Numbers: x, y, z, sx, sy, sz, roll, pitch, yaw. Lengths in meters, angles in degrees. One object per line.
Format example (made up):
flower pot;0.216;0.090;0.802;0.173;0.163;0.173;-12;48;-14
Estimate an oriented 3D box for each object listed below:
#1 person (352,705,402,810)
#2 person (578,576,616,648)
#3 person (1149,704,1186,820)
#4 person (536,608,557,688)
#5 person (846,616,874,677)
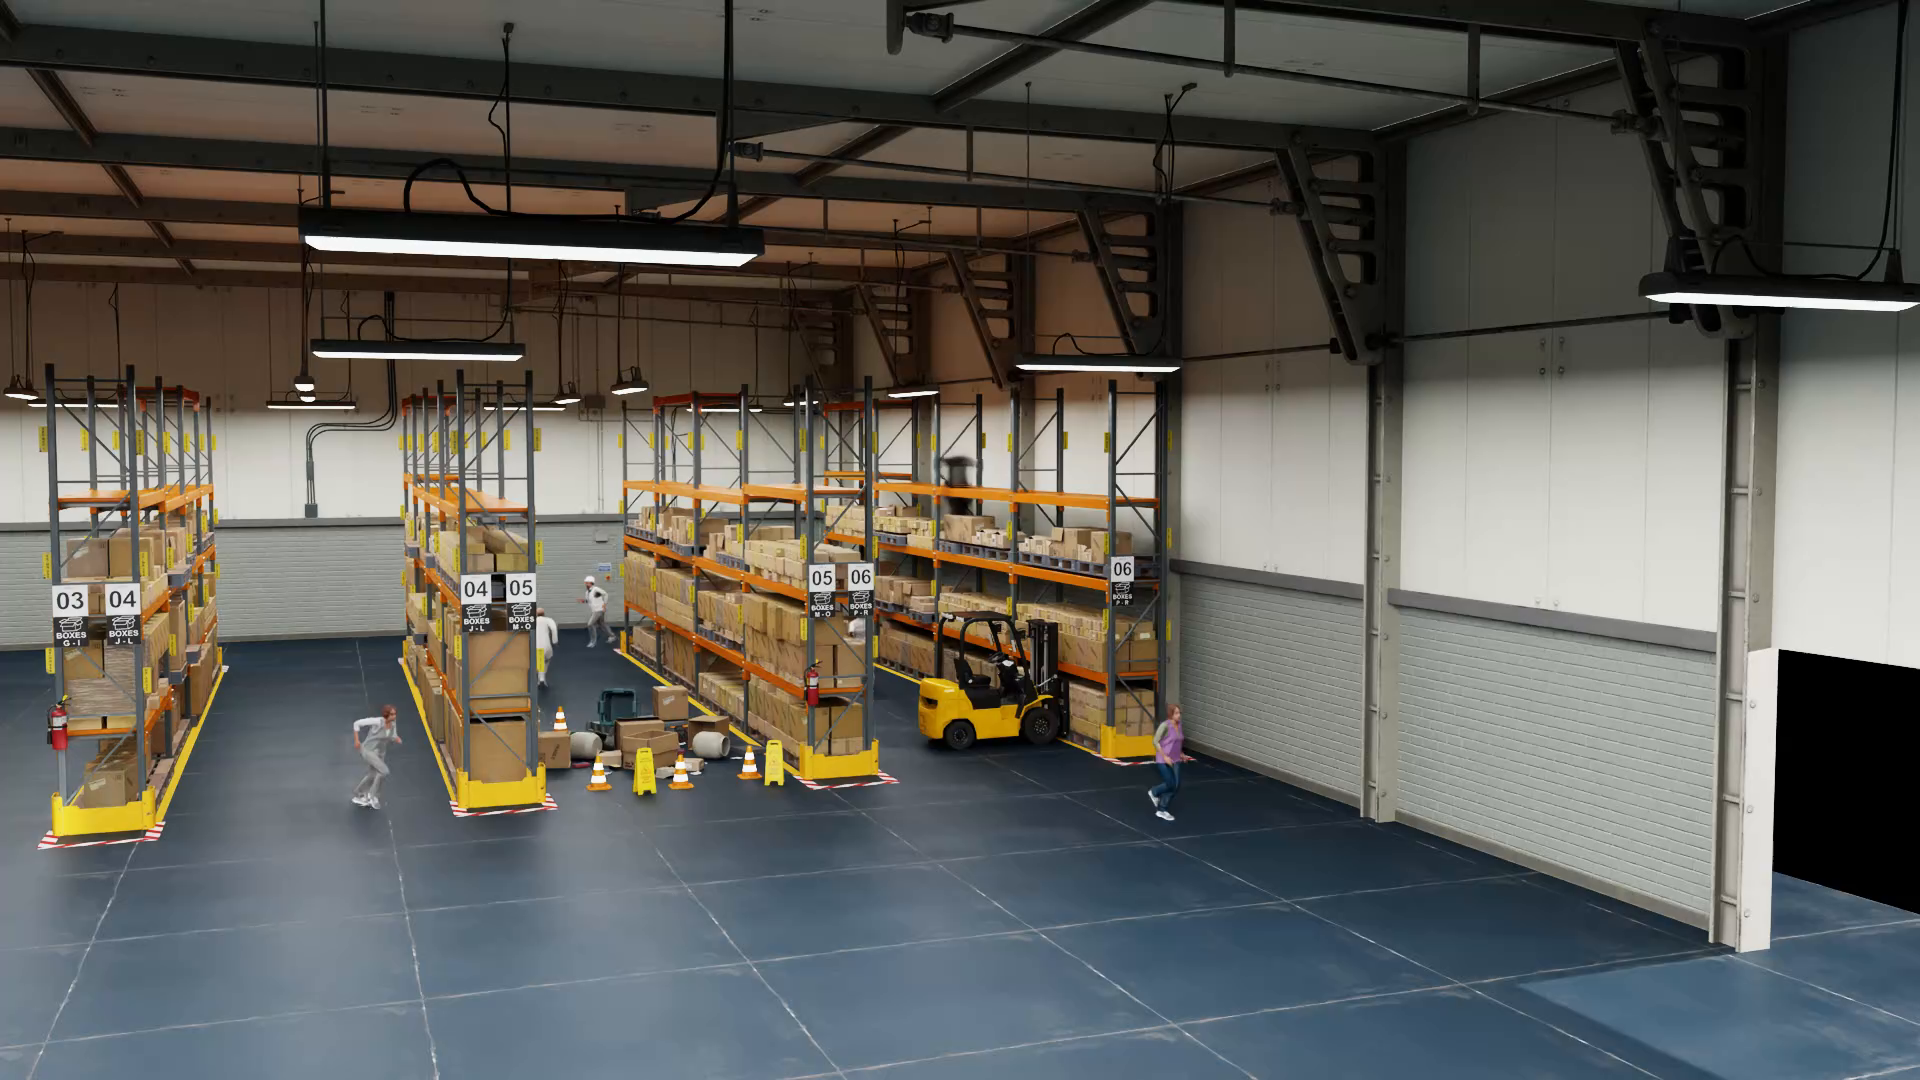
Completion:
person;-7.970;2.948;22.616;0.889;1.458;0.574;2;4;27
person;-8.905;1.752;40.854;0.976;1.748;0.651;-2;4;-32
person;2.727;2.945;22.206;0.535;1.555;0.541;-3;4;-38
person;-8.515;2.225;33.690;0.686;1.624;1.120;-1;3;-11
person;-2.081;2.176;33.877;0.592;1.666;0.866;-2;4;-32
